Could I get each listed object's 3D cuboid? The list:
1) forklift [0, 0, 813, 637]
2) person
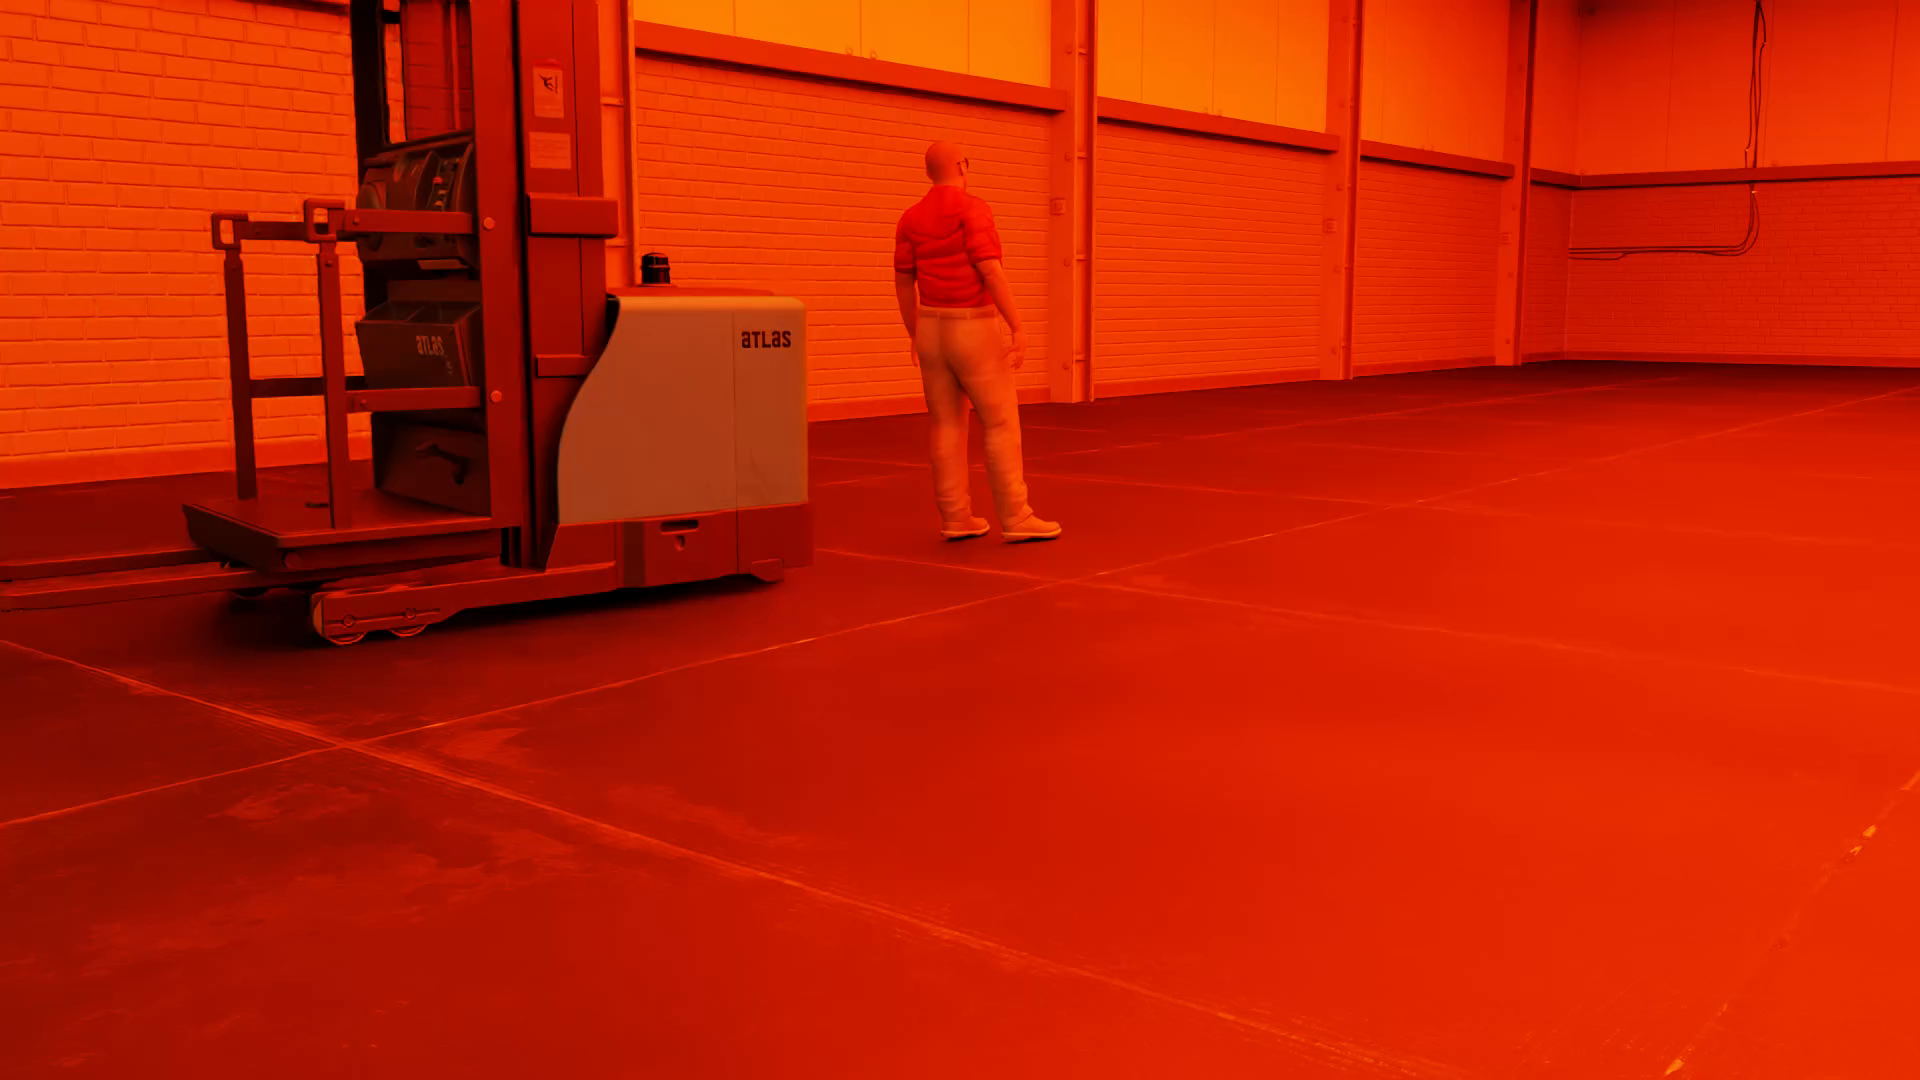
[{"bbox_3d":[-2.022,-1.209,5.547,3.031,2.935,1.130,-7,11,-38],"label":"forklift"},{"bbox_3d":[0.065,-0.872,7.341,0.641,1.727,0.550,7,11,38],"label":"person"}]
